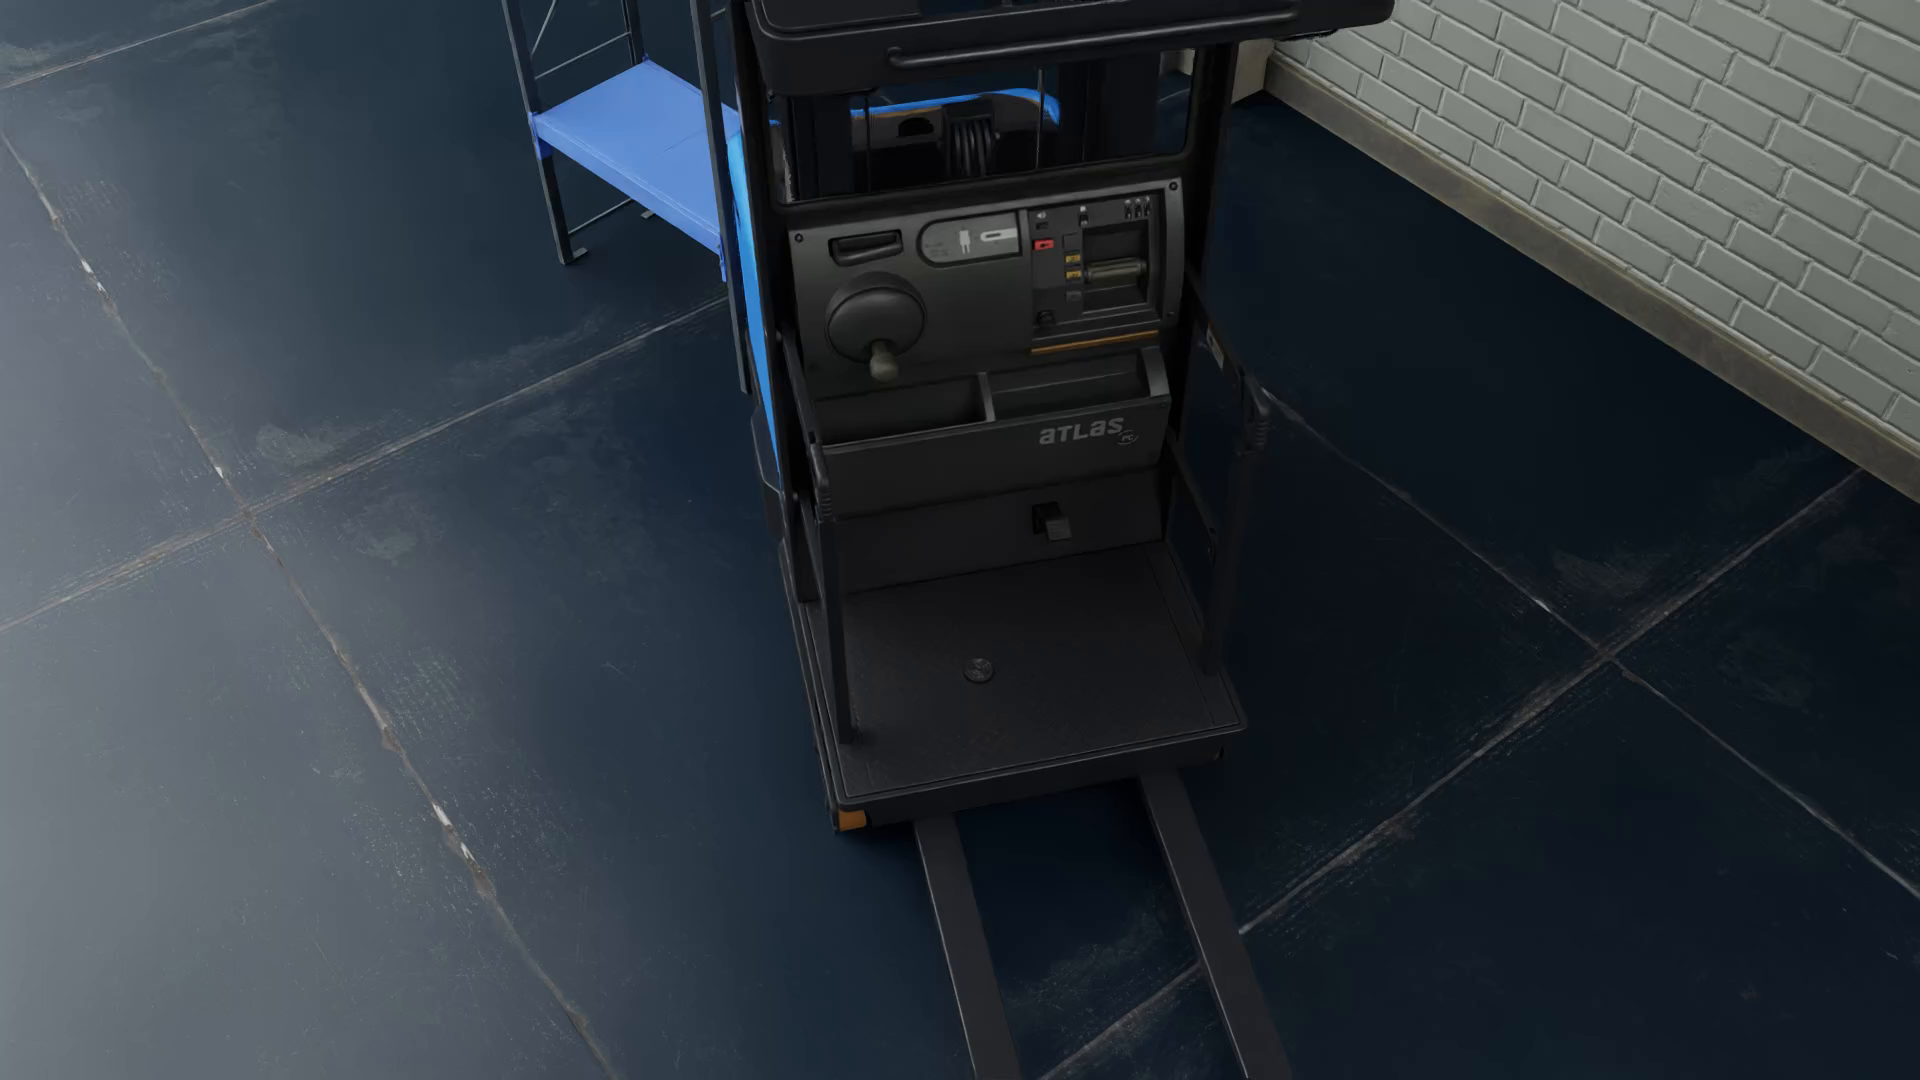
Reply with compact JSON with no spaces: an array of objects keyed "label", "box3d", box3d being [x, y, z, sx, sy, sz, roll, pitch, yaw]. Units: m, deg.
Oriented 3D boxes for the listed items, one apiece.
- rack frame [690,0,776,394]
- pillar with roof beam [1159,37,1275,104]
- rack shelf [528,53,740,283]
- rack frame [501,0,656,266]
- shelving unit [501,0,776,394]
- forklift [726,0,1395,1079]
[{"label":"rack frame","box3d":[-0.569,-1.144,5.275,0.032,1.500,0.500,35,57,28]},{"label":"pillar with roof beam","box3d":[-2.372,-3.046,1.937,9.100,9.000,0.400,-29,54,-24]},{"label":"rack shelf","box3d":[-0.938,-1.283,5.643,1.000,0.185,0.538,35,57,28]},{"label":"rack frame","box3d":[-1.306,-1.663,5.745,0.032,1.500,0.500,35,57,28]},{"label":"shelving unit","box3d":[-0.938,-1.403,5.510,1.048,1.500,0.538,35,57,28]},{"label":"forklift","box3d":[0.122,-0.511,3.734,1.130,2.935,3.031,-10,49,-9]}]
